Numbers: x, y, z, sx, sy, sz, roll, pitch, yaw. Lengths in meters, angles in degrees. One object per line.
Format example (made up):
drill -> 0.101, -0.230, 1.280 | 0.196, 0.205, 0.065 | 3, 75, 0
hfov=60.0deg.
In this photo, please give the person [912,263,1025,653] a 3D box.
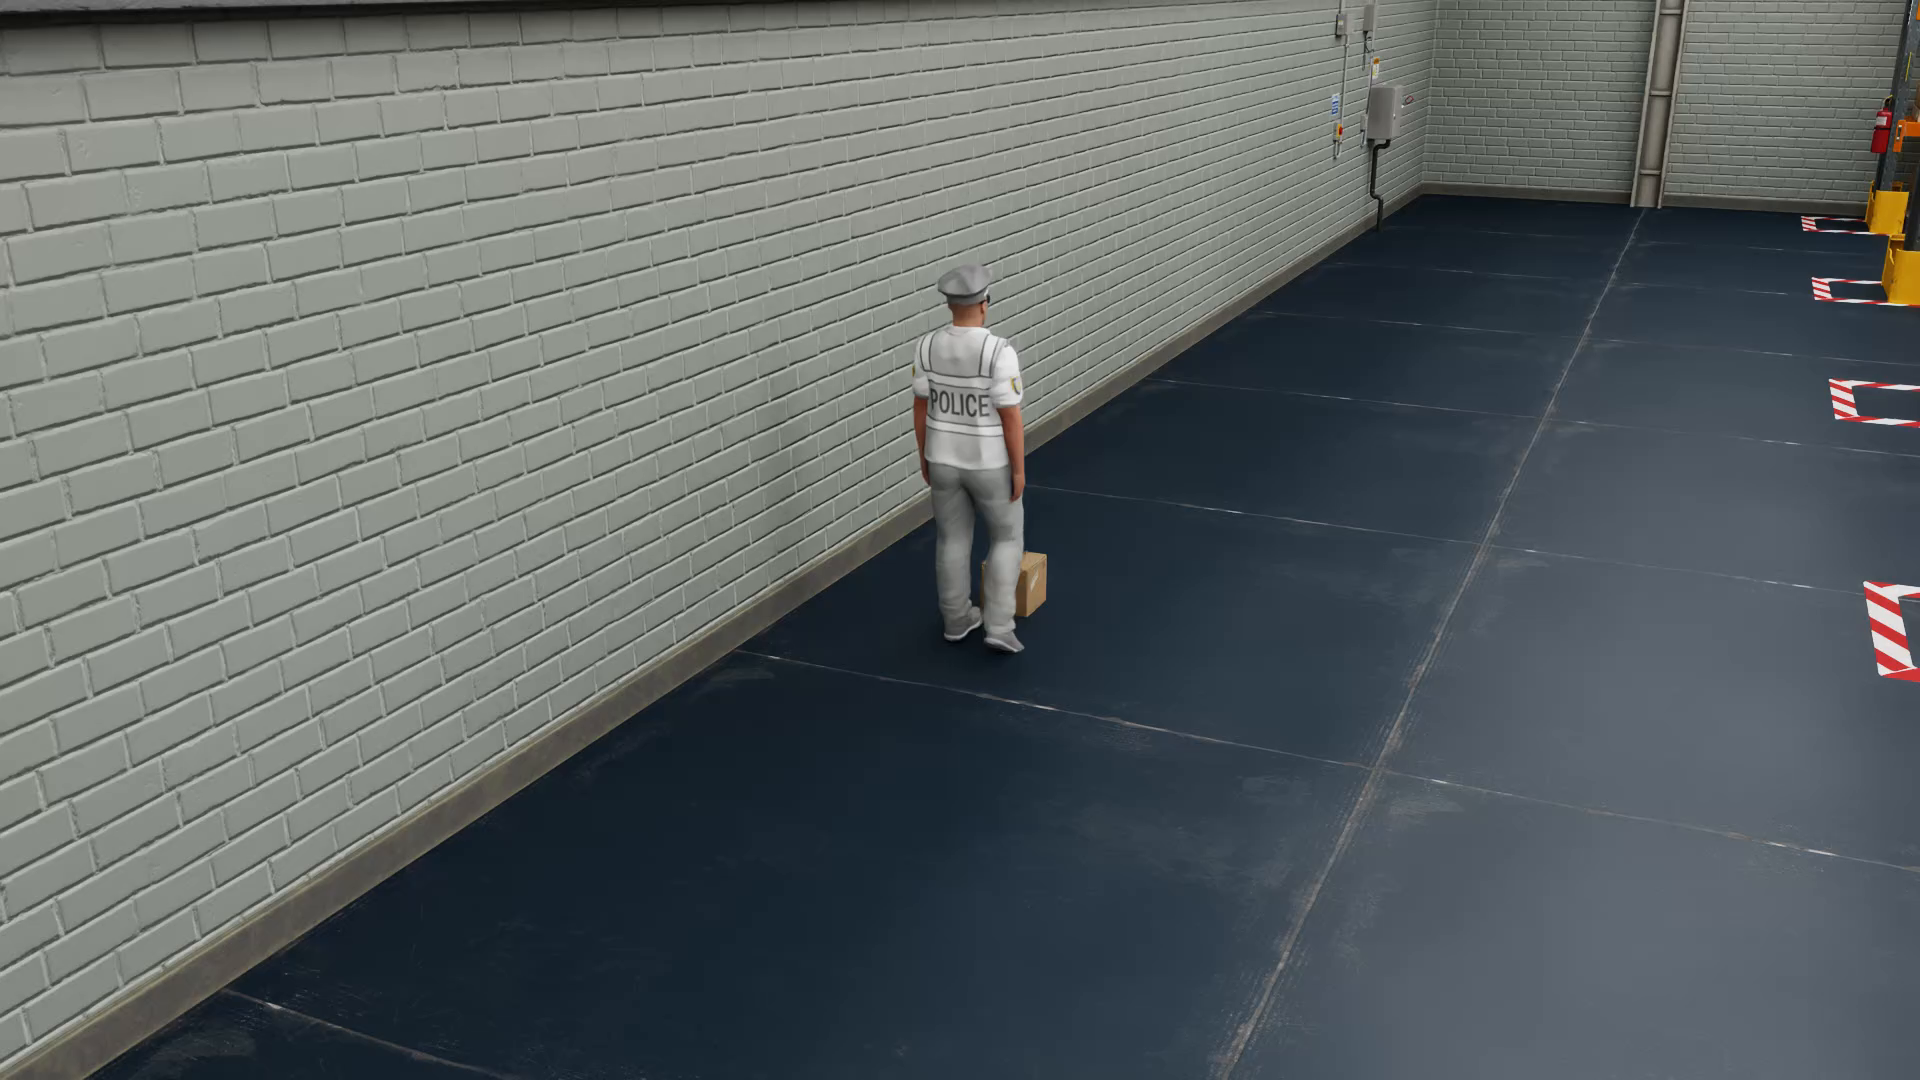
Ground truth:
person -> 0.068, -0.337, 7.611 | 0.550, 1.855, 0.439 | 9, 21, 24
